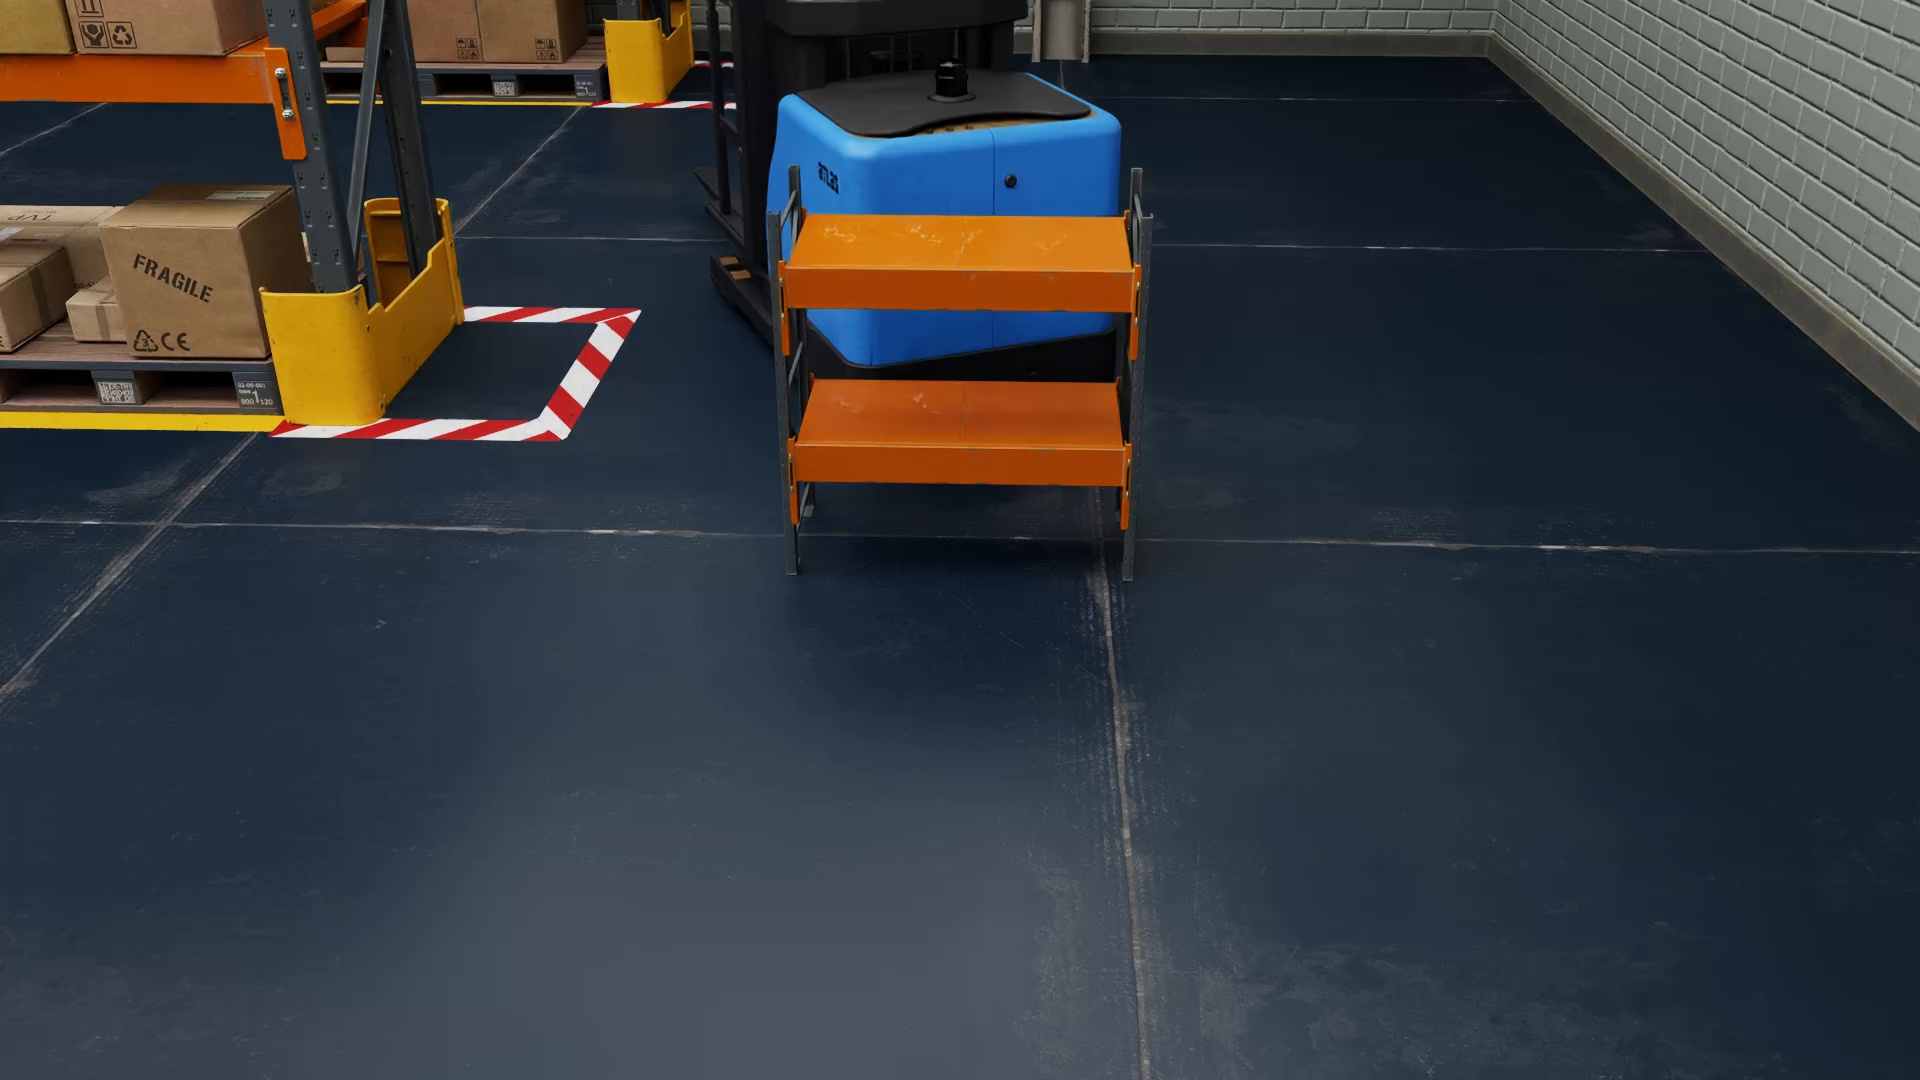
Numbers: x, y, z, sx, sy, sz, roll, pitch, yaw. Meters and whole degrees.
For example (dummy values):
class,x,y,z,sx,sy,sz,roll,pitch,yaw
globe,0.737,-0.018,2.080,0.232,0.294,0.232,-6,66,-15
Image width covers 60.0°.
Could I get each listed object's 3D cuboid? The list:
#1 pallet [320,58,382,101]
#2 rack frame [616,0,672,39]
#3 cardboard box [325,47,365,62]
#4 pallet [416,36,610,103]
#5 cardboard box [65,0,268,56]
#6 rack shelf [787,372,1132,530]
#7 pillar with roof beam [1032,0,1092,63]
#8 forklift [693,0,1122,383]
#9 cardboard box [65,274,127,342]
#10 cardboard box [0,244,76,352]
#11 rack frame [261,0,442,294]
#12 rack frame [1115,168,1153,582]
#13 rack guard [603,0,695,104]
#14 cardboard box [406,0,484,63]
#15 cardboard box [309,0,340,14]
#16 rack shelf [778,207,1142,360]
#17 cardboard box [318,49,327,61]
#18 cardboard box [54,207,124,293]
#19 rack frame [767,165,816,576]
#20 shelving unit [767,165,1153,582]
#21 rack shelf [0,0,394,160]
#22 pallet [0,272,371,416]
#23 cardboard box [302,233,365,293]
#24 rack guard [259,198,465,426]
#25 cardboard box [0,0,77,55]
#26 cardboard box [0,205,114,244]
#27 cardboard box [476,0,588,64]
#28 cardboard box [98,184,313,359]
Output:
class,x,y,z,sx,sy,sz,roll,pitch,yaw
pallet,-4.047,-3.096,10.866,1.213,0.211,1.003,1,28,2
rack frame,-2.029,-4.330,10.216,0.127,3.000,1.000,1,28,2
cardboard box,-3.734,-3.392,10.668,0.500,0.500,0.700,0,28,0
pallet,-2.831,-3.075,10.825,1.213,0.211,1.003,1,28,2
cardboard box,-2.657,-1.936,5.592,0.500,0.500,0.500,2,28,3
rack shelf,0.007,-0.281,5.101,1.000,0.278,0.538,1,28,2
pillar with roof beam,0.548,-5.326,5.689,0.400,9.000,9.100,1,28,2
forklift,-0.445,-2.347,6.548,1.130,2.935,3.031,-11,30,-19
cardboard box,-3.153,-0.897,6.294,0.250,0.166,0.380,1,28,2
cardboard box,-3.700,-0.915,6.239,0.500,0.250,0.500,1,28,2
rack frame,-2.200,-2.012,5.842,0.127,3.000,1.000,1,28,2
rack frame,0.515,-0.488,4.970,0.032,1.125,0.500,1,28,2
rack guard,-2.005,-3.226,10.801,0.348,0.500,1.175,1,28,2
cardboard box,-3.232,-3.384,10.652,0.500,0.500,0.700,1,28,2
cardboard box,-2.634,-2.187,6.065,0.500,0.500,0.500,2,28,3
rack shelf,0.007,-0.755,4.849,1.000,0.278,0.538,1,28,2
cardboard box,-4.268,-3.398,10.678,0.500,0.500,0.700,2,28,3
cardboard box,-3.233,-1.141,6.666,0.500,0.250,0.500,1,28,2
rack frame,-0.501,-0.505,5.002,0.032,1.125,0.500,1,28,2
shelving unit,0.007,-0.497,4.986,1.048,1.125,0.538,1,28,2
rack shelf,-4.199,-1.727,6.073,4.000,0.370,1.077,1,28,2
pallet,-3.072,-0.793,6.522,1.213,0.211,1.003,1,28,2
cardboard box,-2.606,-1.114,6.723,0.250,0.149,0.380,1,28,2
rack guard,-2.276,-0.908,6.430,0.348,0.500,1.175,1,28,2
cardboard box,-3.176,-1.943,5.605,0.500,0.500,0.500,1,28,2
cardboard box,-3.733,-1.149,6.682,0.500,0.250,0.500,1,28,2
cardboard box,-2.732,-3.376,10.637,0.500,0.500,0.700,1,28,2
cardboard box,-2.752,-0.995,6.124,0.500,0.500,0.500,1,28,2
